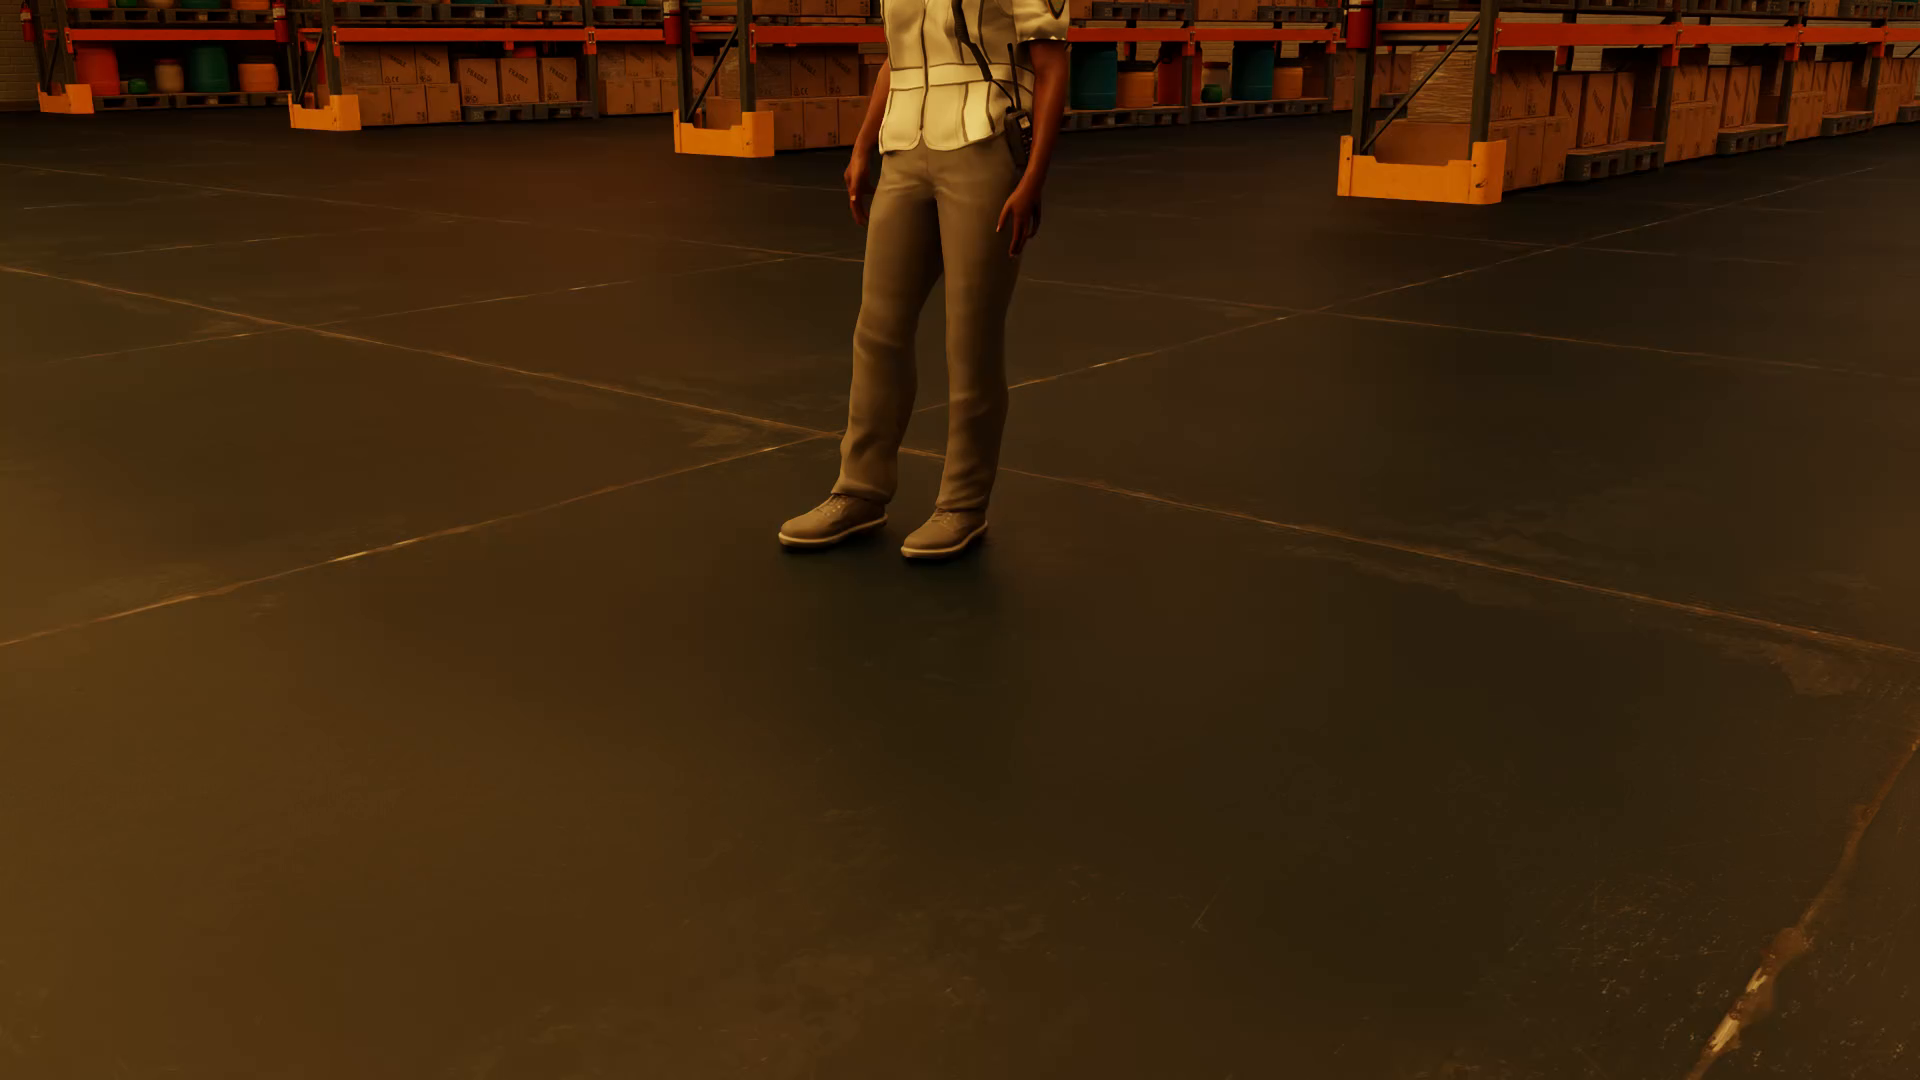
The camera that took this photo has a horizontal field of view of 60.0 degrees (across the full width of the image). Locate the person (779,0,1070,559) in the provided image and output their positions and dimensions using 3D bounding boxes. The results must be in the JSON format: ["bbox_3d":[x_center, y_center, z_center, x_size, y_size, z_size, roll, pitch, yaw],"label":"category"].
[{"bbox_3d":[-0.063,-0.805,3.650,0.569,1.695,0.528,13,21,37],"label":"person"}]
